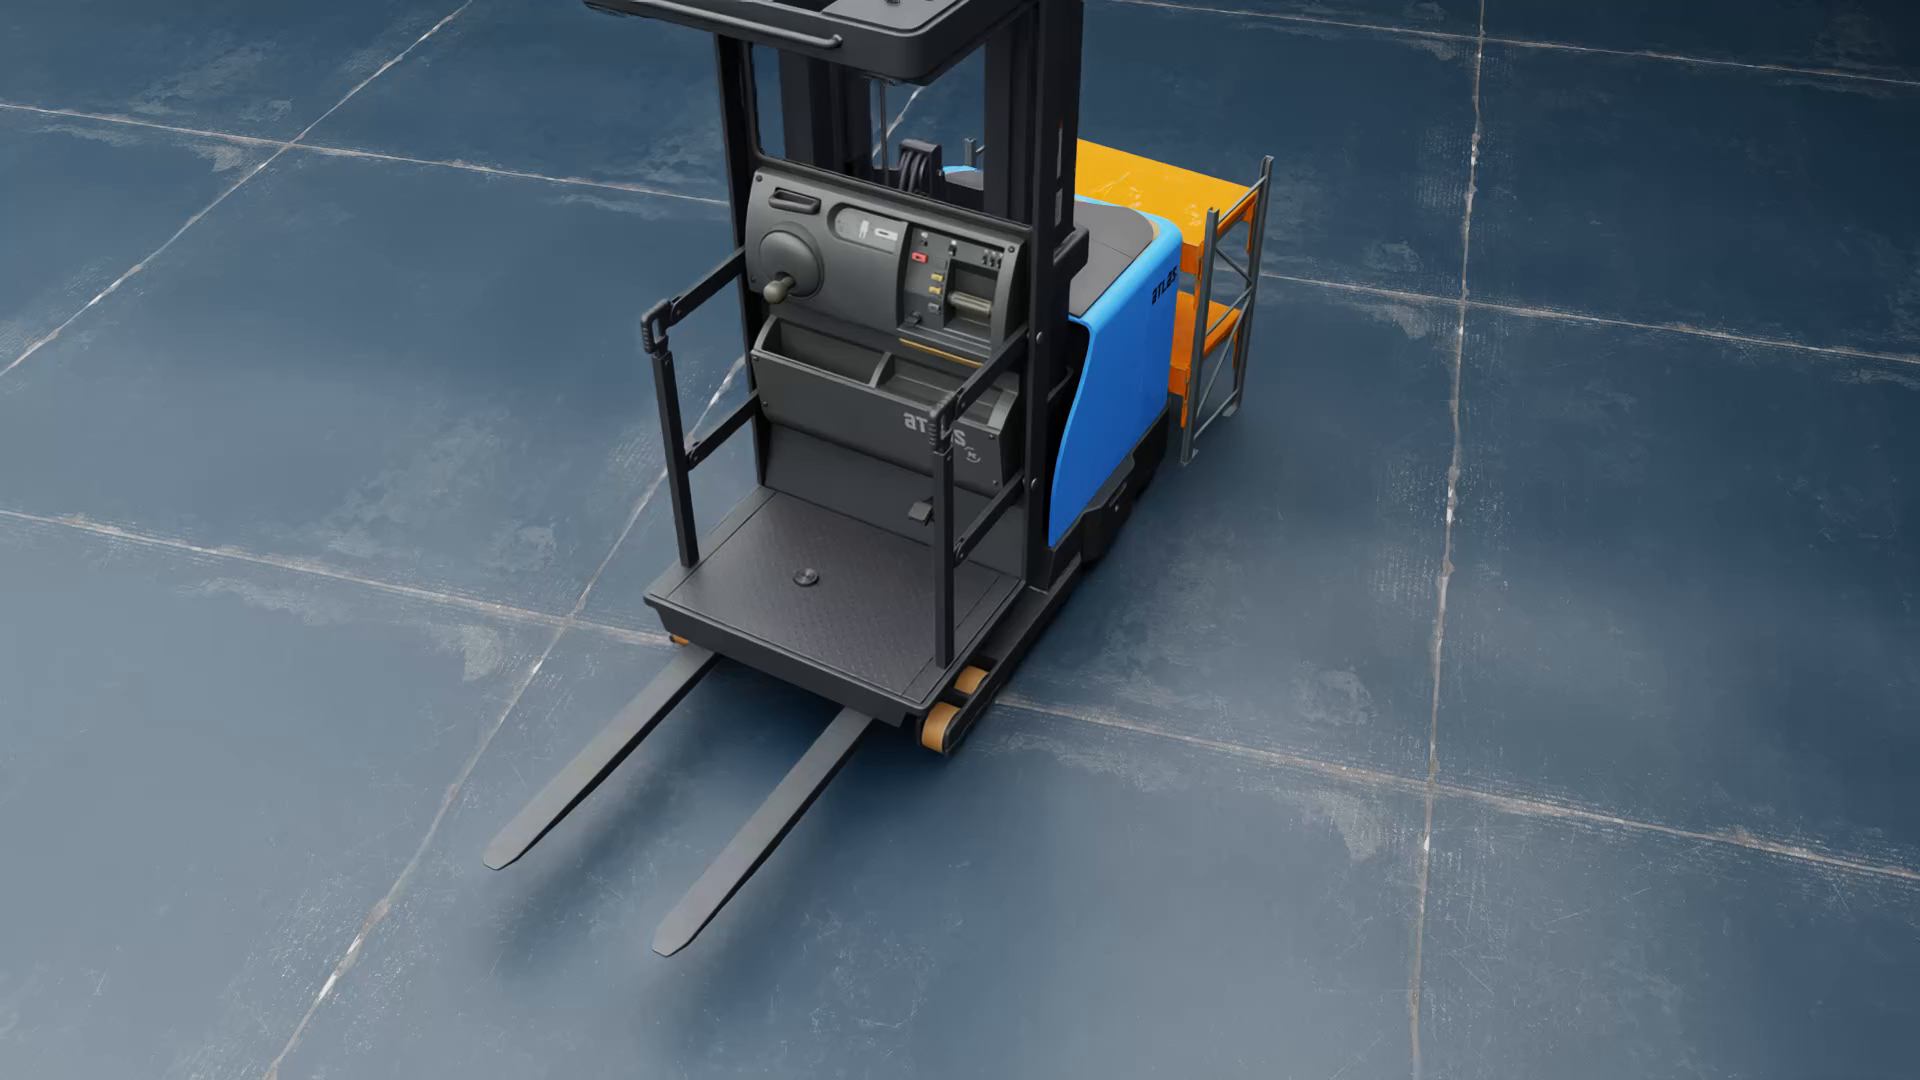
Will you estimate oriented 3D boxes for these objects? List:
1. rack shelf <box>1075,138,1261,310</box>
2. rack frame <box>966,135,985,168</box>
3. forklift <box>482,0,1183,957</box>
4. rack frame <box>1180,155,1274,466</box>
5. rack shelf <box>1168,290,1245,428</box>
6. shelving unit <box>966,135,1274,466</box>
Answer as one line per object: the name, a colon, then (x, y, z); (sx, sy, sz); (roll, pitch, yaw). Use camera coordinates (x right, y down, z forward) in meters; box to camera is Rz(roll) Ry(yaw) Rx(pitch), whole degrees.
rack shelf: (0.596, -1.268, 6.431); (1.000, 0.278, 0.538); (23, 45, 25)
rack frame: (0.169, -1.222, 6.830); (0.032, 1.125, 0.500); (23, 45, 25)
forklift: (-0.349, -0.765, 4.882); (1.130, 2.935, 3.031); (20, 44, 22)
rack frame: (1.023, -0.867, 6.407); (0.032, 1.125, 0.500); (23, 45, 25)
rack shelf: (0.596, -0.857, 6.776); (1.000, 0.278, 0.538); (23, 45, 25)
shelving unit: (0.596, -1.044, 6.619); (1.048, 1.125, 0.538); (23, 45, 25)
